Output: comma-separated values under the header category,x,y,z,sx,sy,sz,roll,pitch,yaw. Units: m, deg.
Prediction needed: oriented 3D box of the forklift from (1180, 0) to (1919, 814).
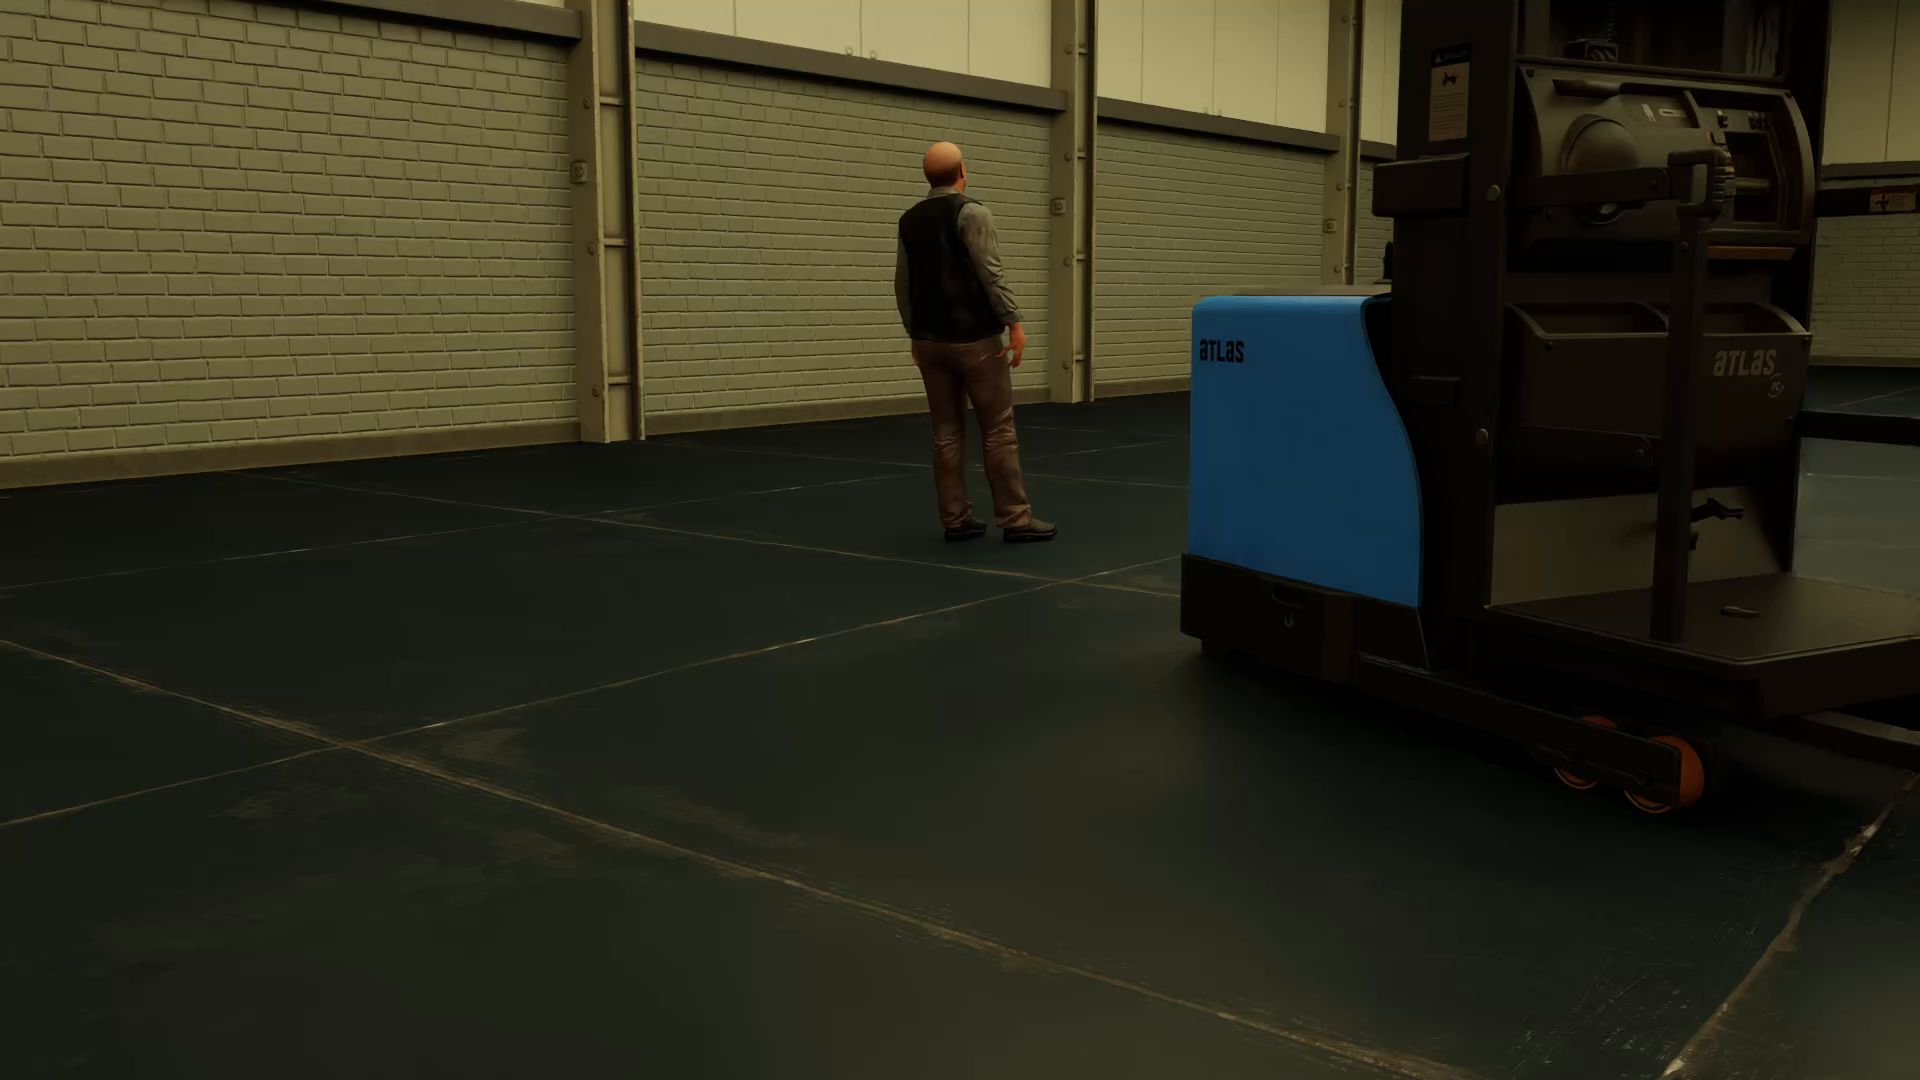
category,x,y,z,sx,sy,sz,roll,pitch,yaw
forklift,1.790,-0.949,3.768,1.130,2.935,3.031,-4,9,-27

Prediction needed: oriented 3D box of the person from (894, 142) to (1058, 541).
category,x,y,z,sx,sy,sz,roll,pitch,yaw
person,0.045,-0.866,7.323,0.634,1.722,0.566,7,11,38
